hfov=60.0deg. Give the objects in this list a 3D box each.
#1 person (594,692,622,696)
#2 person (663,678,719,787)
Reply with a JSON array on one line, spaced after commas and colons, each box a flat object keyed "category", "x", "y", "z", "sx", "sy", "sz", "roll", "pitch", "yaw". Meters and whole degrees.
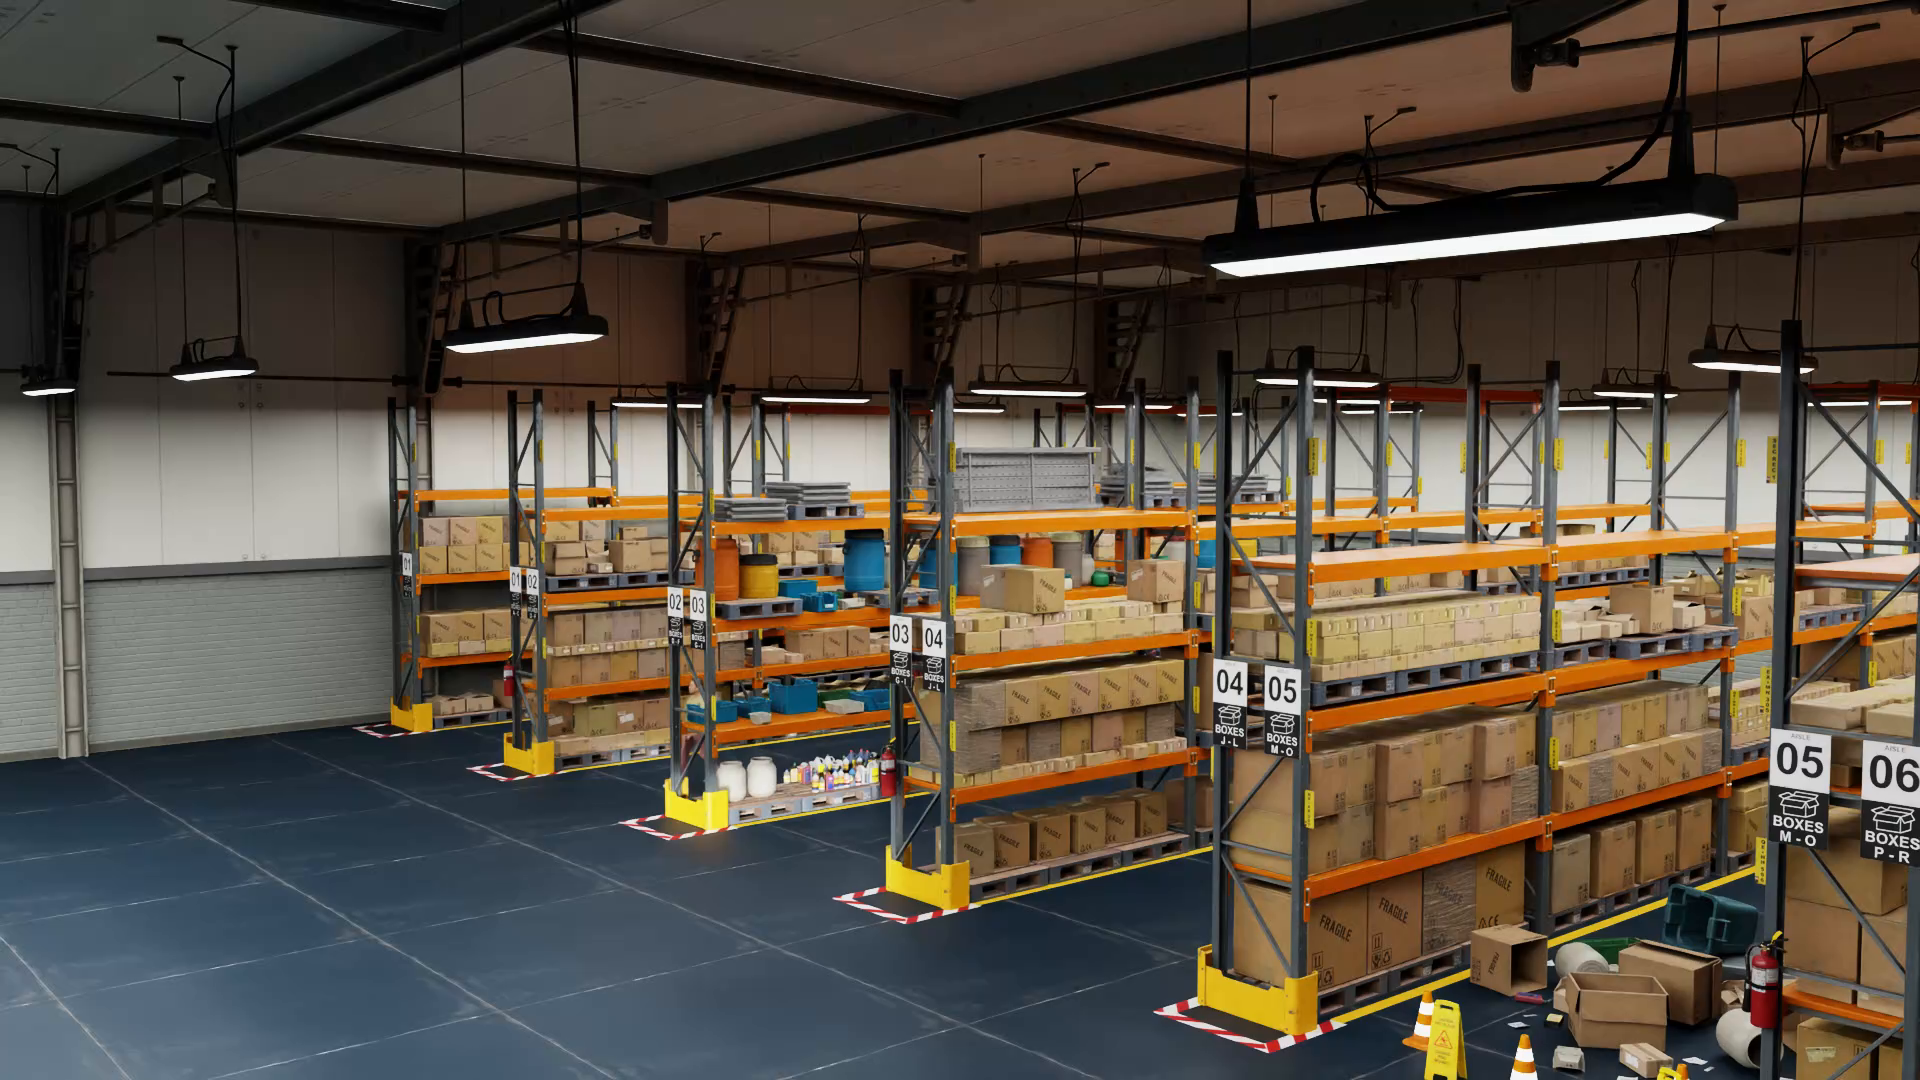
[{"category": "person", "x": -6.389, "y": 2.514, "z": 30.018, "sx": 0.559, "sy": 1.729, "sz": 1.040, "roll": 1, "pitch": 4, "yaw": 20}, {"category": "person", "x": -3.988, "y": 2.877, "z": 24.911, "sx": 0.958, "sy": 1.627, "sz": 0.473, "roll": -3, "pitch": 4, "yaw": -39}]
